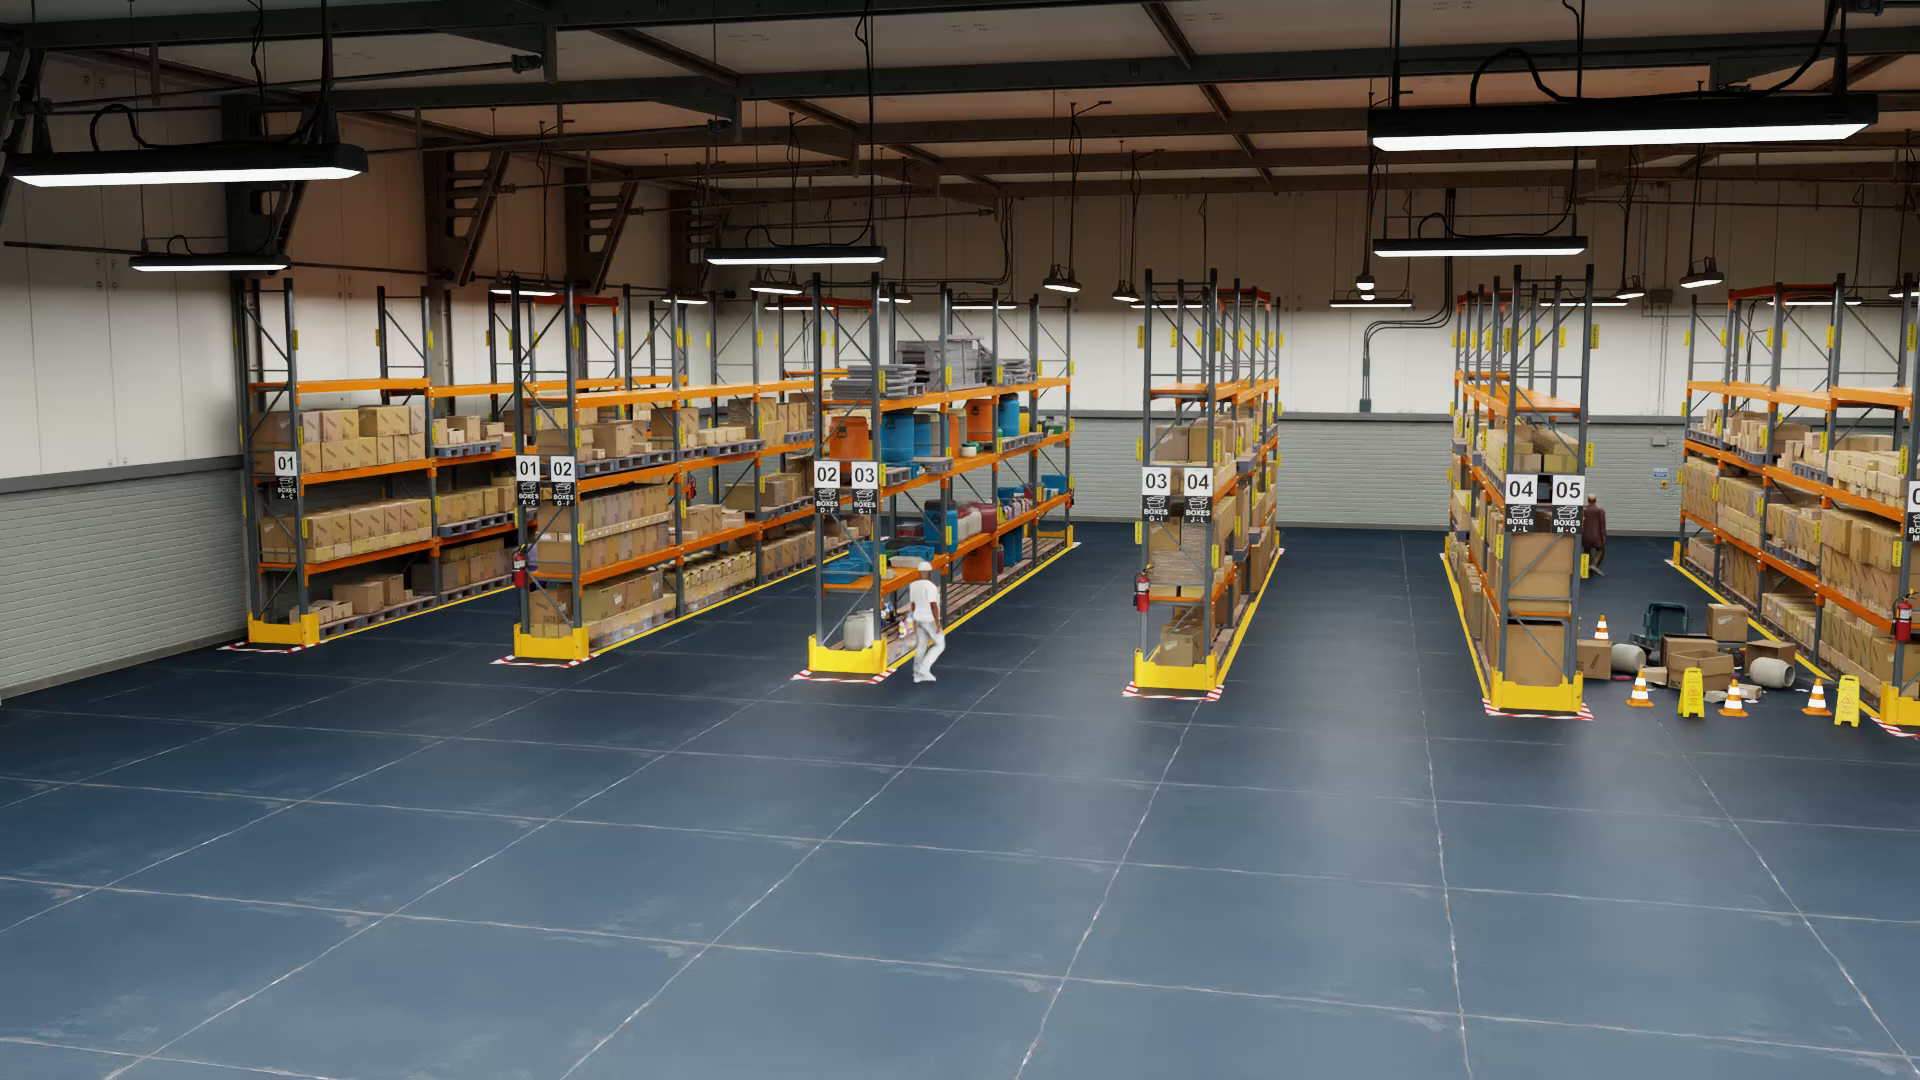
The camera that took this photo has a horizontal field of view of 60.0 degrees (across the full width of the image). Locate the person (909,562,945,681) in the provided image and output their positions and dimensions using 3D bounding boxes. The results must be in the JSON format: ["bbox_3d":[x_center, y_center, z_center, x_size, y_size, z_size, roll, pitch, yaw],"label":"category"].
[{"bbox_3d":[-0.515,1.193,24.465,0.466,1.750,0.676,-5,8,-35],"label":"person"}]

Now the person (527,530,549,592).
[{"bbox_3d":[-7.523,0.643,29.602,0.510,1.630,0.405,1,7,12],"label":"person"}]

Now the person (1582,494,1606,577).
[{"bbox_3d":[13.340,-0.091,35.164,0.623,1.776,0.564,4,8,30],"label":"person"}]
